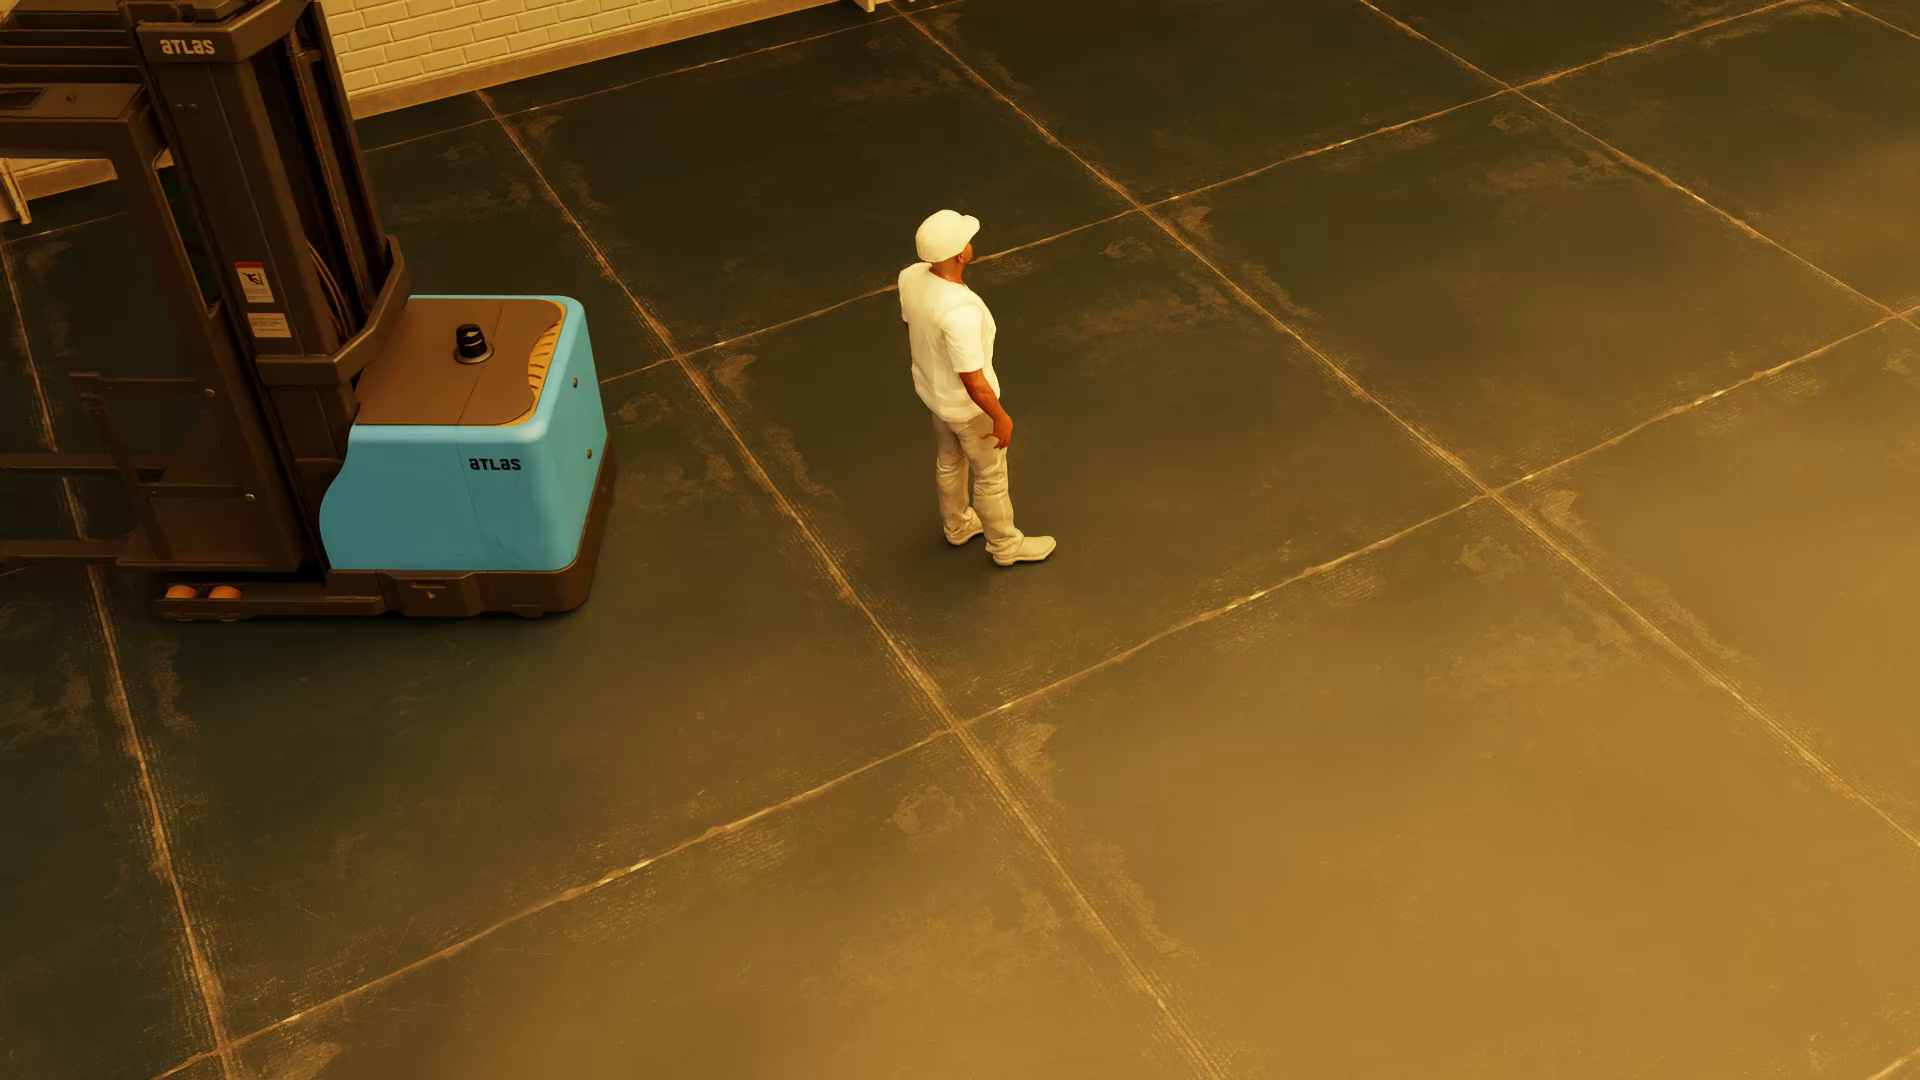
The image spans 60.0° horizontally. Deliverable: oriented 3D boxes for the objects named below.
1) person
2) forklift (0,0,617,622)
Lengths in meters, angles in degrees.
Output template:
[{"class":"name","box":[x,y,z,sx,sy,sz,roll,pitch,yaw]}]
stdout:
[{"class":"person","box":[0.063,-0.674,7.270,0.575,1.768,0.666,-21,47,-21]},{"class":"forklift","box":[-3.189,-1.069,6.851,3.031,2.935,1.130,0,43,0]}]
